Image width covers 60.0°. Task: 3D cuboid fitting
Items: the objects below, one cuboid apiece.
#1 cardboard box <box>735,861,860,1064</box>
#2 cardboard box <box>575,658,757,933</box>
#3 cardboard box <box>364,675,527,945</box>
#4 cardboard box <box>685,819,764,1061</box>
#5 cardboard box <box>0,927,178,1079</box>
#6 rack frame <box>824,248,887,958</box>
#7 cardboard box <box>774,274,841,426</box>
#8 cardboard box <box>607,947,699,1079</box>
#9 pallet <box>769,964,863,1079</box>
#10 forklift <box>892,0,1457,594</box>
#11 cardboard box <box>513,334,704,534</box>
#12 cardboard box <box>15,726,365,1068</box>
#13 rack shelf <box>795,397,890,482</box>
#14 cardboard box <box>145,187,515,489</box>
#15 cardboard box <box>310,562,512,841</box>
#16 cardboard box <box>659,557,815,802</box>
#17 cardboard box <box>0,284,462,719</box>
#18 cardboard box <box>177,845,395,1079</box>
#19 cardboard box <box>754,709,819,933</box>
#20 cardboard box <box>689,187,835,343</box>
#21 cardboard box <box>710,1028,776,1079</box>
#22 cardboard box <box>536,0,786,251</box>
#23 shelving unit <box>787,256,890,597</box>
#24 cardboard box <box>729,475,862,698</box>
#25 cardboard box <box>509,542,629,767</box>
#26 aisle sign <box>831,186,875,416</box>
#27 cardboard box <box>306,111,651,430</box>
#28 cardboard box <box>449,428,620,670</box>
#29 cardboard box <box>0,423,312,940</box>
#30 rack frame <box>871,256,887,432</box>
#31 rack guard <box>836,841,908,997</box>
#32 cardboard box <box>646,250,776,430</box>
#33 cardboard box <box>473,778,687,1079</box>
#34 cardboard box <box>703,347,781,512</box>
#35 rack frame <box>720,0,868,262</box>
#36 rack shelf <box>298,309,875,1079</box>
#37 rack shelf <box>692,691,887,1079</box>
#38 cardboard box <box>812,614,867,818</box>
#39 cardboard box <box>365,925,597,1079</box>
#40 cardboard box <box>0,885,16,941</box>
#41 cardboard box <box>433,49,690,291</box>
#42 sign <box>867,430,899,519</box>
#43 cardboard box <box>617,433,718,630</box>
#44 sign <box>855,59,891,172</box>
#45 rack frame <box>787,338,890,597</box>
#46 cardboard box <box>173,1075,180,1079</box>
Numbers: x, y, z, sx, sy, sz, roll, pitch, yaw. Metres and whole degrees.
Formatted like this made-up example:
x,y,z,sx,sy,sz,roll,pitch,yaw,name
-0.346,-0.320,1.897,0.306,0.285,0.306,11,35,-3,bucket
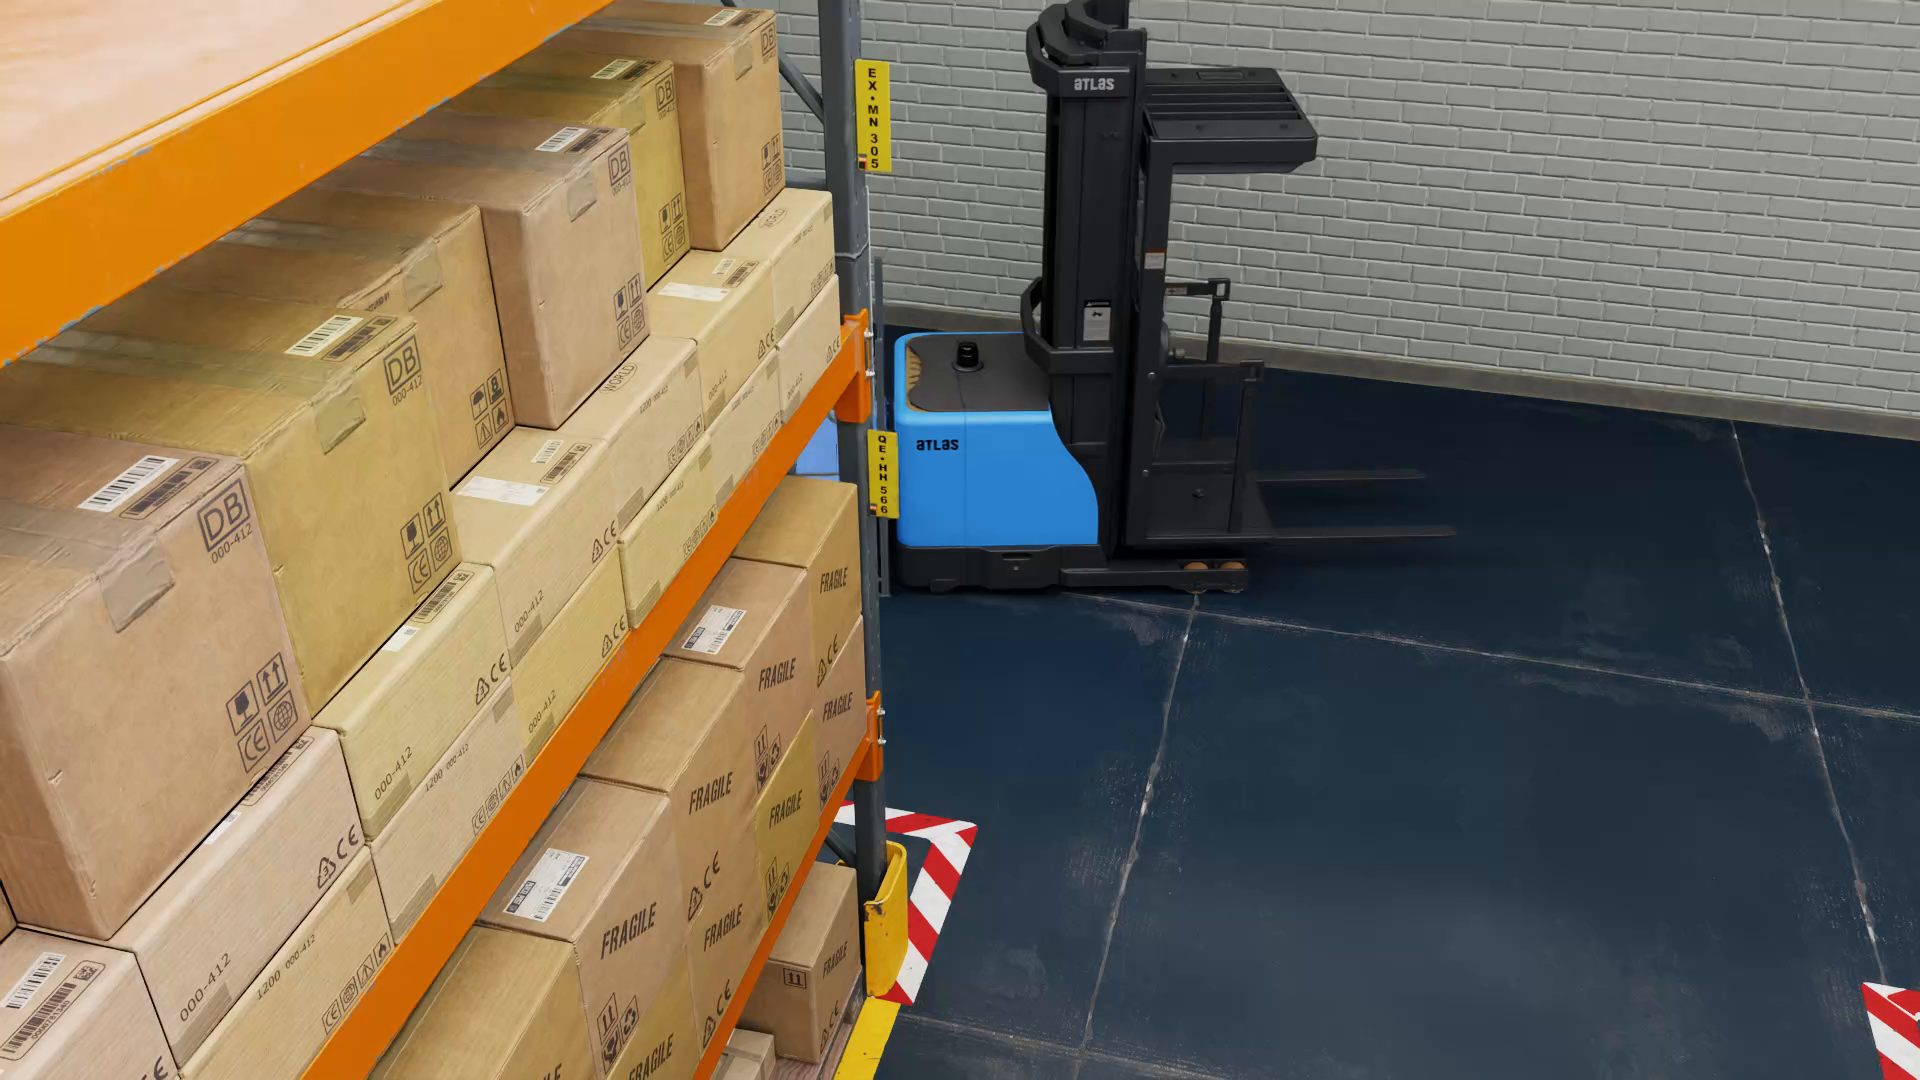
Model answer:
x,y,z,sx,sy,sz,roll,pitch,yaw,name
-0.684,1.506,6.075,0.500,0.500,0.500,8,33,12,cardboard box
-0.885,0.657,4.465,0.500,0.500,0.500,9,34,14,cardboard box
-1.177,0.458,3.148,0.500,0.250,0.500,8,33,12,cardboard box
-0.894,1.076,4.738,0.500,0.500,0.500,8,33,13,cardboard box
-1.435,0.765,2.199,0.500,0.250,0.500,8,33,12,cardboard box
-0.784,0.321,6.019,1.000,3.000,0.127,8,33,12,rack frame
-0.659,-0.579,4.778,0.500,0.250,0.500,8,33,12,cardboard box
-1.023,1.338,4.326,0.500,0.500,0.500,8,33,12,cardboard box
-1.005,1.951,6.054,1.003,0.211,1.213,8,33,12,pallet
1.156,-1.235,8.530,3.031,2.935,1.130,-1,32,-2,forklift
-0.925,-0.273,3.830,0.500,0.250,0.500,8,33,12,cardboard box
-1.310,0.505,2.607,0.500,0.250,0.500,8,33,12,cardboard box
-0.646,-0.452,8.969,0.538,0.185,1.000,-1,32,-2,rack shelf
-1.348,-0.371,3.287,0.700,0.500,0.500,8,33,12,cardboard box
-1.172,0.247,3.013,0.500,0.250,0.500,8,33,12,cardboard box
-0.758,0.388,4.889,0.500,0.500,0.500,9,34,14,cardboard box
-1.328,-0.091,2.846,0.700,0.500,0.500,8,33,12,cardboard box
-1.305,0.717,2.740,0.500,0.250,0.500,8,33,12,cardboard box
-0.763,0.818,5.144,0.500,0.500,0.500,8,33,13,cardboard box
-0.668,-0.791,4.646,0.500,0.250,0.500,8,33,12,cardboard box
-0.874,1.845,5.853,0.380,0.166,0.250,8,33,12,cardboard box
-0.899,-1.140,4.496,0.700,0.500,0.500,8,33,12,cardboard box
-0.646,-0.604,8.872,0.538,1.500,1.048,-1,32,-2,shelving unit
-0.631,0.125,5.301,0.500,0.500,0.500,8,33,12,cardboard box
-1.054,0.198,3.557,0.500,0.250,0.500,8,33,12,cardboard box
-0.470,-0.770,5.311,0.394,0.787,0.004,8,33,12,aisle sign
-1.131,-0.618,3.675,0.700,0.500,0.500,8,33,12,cardboard box
-1.045,-0.012,3.421,0.500,0.250,0.500,8,33,12,cardboard box
-1.449,0.169,2.437,0.700,0.500,0.500,8,33,12,cardboard box
-0.668,-0.877,9.301,0.500,1.500,0.032,-1,32,-2,rack frame
-0.803,1.416,6.627,1.175,0.500,0.348,8,33,12,rack guard
-0.794,-0.532,4.238,0.500,0.250,0.500,8,33,12,cardboard box
-1.016,0.924,4.045,0.500,0.500,0.500,9,34,14,cardboard box
-0.797,-0.321,4.372,0.500,0.250,0.500,8,33,12,cardboard box
-0.784,-2.211,4.409,1.000,3.000,0.127,8,33,12,rack frame
-1.292,0.397,3.774,1.077,0.370,4.000,8,33,12,rack shelf
-1.292,1.663,4.579,1.077,0.370,4.000,8,33,12,rack shelf
-0.634,0.548,5.568,0.500,0.500,0.500,9,34,14,cardboard box
-1.146,1.192,3.624,0.500,0.500,0.500,7,33,11,cardboard box
-1.713,0.409,2.059,0.700,0.500,0.500,8,33,12,cardboard box
-1.107,-0.892,4.106,0.700,0.500,0.500,8,33,12,cardboard box
-0.252,-0.215,5.488,0.100,0.325,0.005,8,33,12,sign
-0.911,-0.060,3.962,0.500,0.250,0.500,8,33,12,cardboard box
-0.252,-1.232,4.841,0.100,0.325,0.005,8,33,12,sign
-0.624,-0.332,8.443,0.500,1.500,0.032,-1,32,-2,rack frame
-1.436,0.976,2.333,0.500,0.250,0.500,8,33,12,cardboard box
